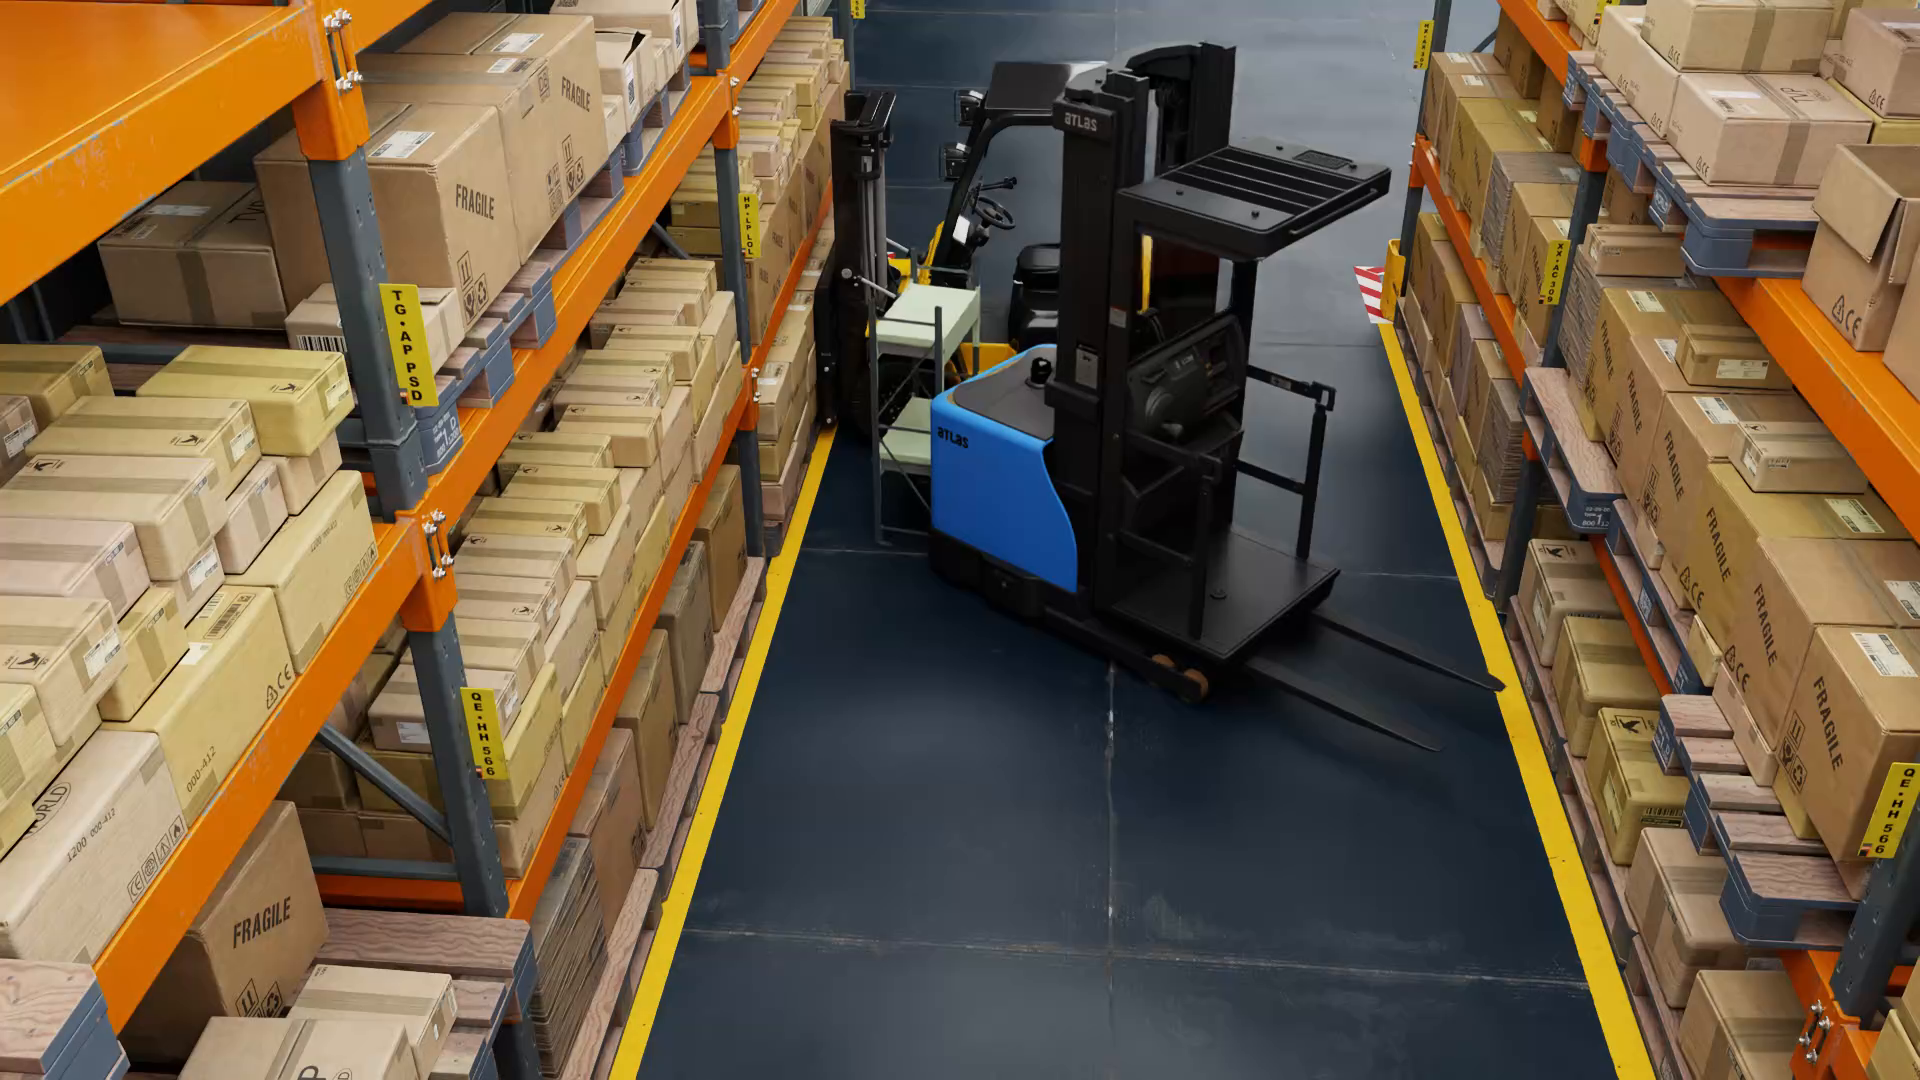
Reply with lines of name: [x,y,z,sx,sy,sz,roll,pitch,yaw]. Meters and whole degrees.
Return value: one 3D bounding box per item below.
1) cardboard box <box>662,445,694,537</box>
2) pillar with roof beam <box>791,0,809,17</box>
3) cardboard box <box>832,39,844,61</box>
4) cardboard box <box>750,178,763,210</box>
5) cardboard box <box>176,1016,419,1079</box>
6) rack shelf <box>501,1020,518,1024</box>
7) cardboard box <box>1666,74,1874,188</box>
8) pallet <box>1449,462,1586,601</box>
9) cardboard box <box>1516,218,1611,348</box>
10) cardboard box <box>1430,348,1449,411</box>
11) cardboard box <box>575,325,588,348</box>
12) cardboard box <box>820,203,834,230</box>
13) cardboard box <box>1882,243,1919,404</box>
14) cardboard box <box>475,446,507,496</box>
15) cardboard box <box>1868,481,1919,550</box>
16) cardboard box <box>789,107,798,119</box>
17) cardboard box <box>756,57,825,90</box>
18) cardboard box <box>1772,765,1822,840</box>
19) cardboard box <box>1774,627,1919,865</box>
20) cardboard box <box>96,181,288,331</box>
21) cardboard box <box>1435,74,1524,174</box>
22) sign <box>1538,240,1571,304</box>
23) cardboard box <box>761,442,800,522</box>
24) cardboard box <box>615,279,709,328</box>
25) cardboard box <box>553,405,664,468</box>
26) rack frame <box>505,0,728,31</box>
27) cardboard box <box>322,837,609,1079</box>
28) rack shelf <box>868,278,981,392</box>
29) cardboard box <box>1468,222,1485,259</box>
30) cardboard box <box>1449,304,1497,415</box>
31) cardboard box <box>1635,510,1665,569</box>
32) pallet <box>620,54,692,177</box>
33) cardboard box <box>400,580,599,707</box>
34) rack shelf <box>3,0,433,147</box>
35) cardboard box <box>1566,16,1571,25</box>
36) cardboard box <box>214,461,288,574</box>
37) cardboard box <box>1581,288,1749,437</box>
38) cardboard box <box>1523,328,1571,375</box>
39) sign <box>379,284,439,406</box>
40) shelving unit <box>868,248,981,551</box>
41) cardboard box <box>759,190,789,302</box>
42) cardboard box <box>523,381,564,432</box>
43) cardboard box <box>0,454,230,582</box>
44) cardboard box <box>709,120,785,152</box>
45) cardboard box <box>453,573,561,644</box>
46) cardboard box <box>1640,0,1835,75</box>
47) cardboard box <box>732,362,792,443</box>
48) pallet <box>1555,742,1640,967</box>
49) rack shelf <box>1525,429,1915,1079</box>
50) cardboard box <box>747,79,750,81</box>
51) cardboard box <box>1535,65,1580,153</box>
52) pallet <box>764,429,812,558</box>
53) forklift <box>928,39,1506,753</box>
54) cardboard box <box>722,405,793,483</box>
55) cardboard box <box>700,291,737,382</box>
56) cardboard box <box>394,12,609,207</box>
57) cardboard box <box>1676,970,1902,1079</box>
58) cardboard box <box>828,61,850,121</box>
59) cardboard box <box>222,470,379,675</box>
cardboard box: [-1.460,-0.236,7.197,0.500,0.250,0.500,3,32,4]
pillar with roof beam: [2.576,-8.369,14.534,9.100,9.000,0.400,2,32,4]
cardboard box: [-0.997,-3.313,11.334,0.380,0.149,0.250,3,32,5]
cardboard box: [-1.273,-1.843,8.948,0.380,0.149,0.250,2,32,4]
cardboard box: [-1.663,1.446,4.067,0.500,0.250,0.500,1,32,2]
rack shelf: [-2.062,2.348,3.547,1.077,0.370,4.000,2,32,4]
cardboard box: [2.867,-1.460,5.924,0.500,0.250,0.500,2,32,3]
pallet: [3.393,-0.051,9.413,1.003,0.211,1.213,2,32,4]
cardboard box: [3.162,-1.298,8.399,0.500,0.500,0.500,2,32,3]
cardboard box: [3.277,-1.023,10.552,0.500,0.250,0.500,5,32,7]
cardboard box: [-1.911,-0.971,7.534,0.380,0.149,0.250,2,32,4]
cardboard box: [-1.010,-2.100,11.346,0.500,0.250,0.500,3,32,5]
cardboard box: [3.135,-0.609,4.705,0.700,0.500,0.500,2,32,4]
cardboard box: [-1.969,-0.305,6.453,0.380,0.149,0.250,3,32,5]
cardboard box: [3.387,0.082,5.760,0.500,0.500,0.500,3,32,5]
cardboard box: [-1.187,-2.515,10.038,0.380,0.149,0.250,2,32,4]
cardboard box: [-1.056,-2.900,10.380,0.380,0.149,0.250,3,32,5]
cardboard box: [2.790,0.809,5.197,0.380,0.149,0.250,3,32,5]
cardboard box: [2.808,0.608,4.905,0.500,0.500,0.500,2,32,3]
cardboard box: [-2.096,-0.829,4.804,0.500,0.250,0.500,2,32,4]
cardboard box: [3.345,-2.640,10.576,0.500,0.500,0.500,3,32,5]
sign: [2.832,-1.274,7.913,0.100,0.325,0.005,2,32,4]
cardboard box: [-1.204,-0.343,9.448,0.500,0.250,0.500,3,32,4]
cardboard box: [-1.383,-1.091,7.728,0.380,0.149,0.250,2,32,3]
cardboard box: [-1.399,-0.415,6.631,0.380,0.149,0.250,2,32,3]
rack frame: [-1.574,-3.650,6.876,1.000,3.000,0.127,2,32,4]
cardboard box: [-1.835,1.502,6.097,0.875,0.625,0.625,3,32,6]
rack shelf: [-0.186,-1.115,9.166,0.431,0.370,0.720,9,33,14]
cardboard box: [3.211,-1.760,9.767,0.380,0.149,0.250,3,32,4]
cardboard box: [3.234,-1.067,9.908,0.500,0.500,0.500,4,32,7]
cardboard box: [2.880,-0.002,6.513,0.380,0.149,0.250,4,32,6]
pallet: [-1.633,-1.830,6.963,0.805,0.209,1.217,1,32,2]
cardboard box: [-1.578,0.363,5.748,0.500,0.250,0.500,3,32,6]
rack shelf: [-1.737,-2.128,5.472,1.077,0.370,4.000,2,32,4]
cardboard box: [3.268,-2.628,8.315,0.380,0.149,0.250,1,32,2]
cardboard box: [-1.729,-0.057,3.667,0.380,0.149,0.250,2,32,3]
cardboard box: [3.010,-0.739,7.091,0.500,0.500,0.500,3,32,4]
cardboard box: [3.096,-0.960,8.468,0.380,0.149,0.250,2,32,3]
sign: [-1.359,-0.477,4.094,0.100,0.325,0.005,2,32,4]
shelving unit: [-0.186,-0.783,9.371,0.431,1.500,0.755,9,33,14]
cardboard box: [-1.252,-1.632,9.225,0.500,0.500,0.500,3,32,5]
cardboard box: [-1.975,-0.460,7.084,0.500,0.250,0.500,2,32,3]
cardboard box: [-1.730,-0.047,3.368,0.380,0.149,0.250,1,32,2]
cardboard box: [-1.192,-2.237,9.304,0.380,0.149,0.250,2,32,3]
cardboard box: [-1.564,0.248,5.556,0.380,0.149,0.250,3,32,5]
cardboard box: [2.896,-1.941,6.228,0.500,0.250,0.500,2,32,3]
cardboard box: [-1.222,-0.769,9.187,0.500,0.250,0.500,2,32,3]
pallet: [3.215,1.348,7.142,1.003,0.211,1.213,2,32,4]
rack shelf: [3.211,0.466,6.600,1.077,0.370,4.000,2,32,4]
cardboard box: [-1.518,-3.076,10.949,0.380,0.149,0.250,2,32,3]
cardboard box: [3.709,-2.506,9.405,0.700,0.500,0.500,2,32,4]
pallet: [-1.467,-0.323,9.853,1.003,0.211,1.213,2,32,4]
forklift: [1.265,-0.753,7.958,3.031,2.935,1.130,25,39,34]
cardboard box: [-1.227,-0.557,9.319,0.500,0.250,0.500,2,32,4]
cardboard box: [-1.359,-0.977,7.923,0.500,0.250,0.500,2,32,3]
cardboard box: [-1.515,-1.446,5.567,0.500,0.500,0.500,3,32,5]
cardboard box: [3.104,1.851,5.773,0.950,0.372,0.625,0,32,1]
cardboard box: [-1.026,-2.962,11.382,0.500,0.500,0.500,2,32,3]
cardboard box: [-1.699,0.061,3.856,0.500,0.250,0.500,1,32,2]
